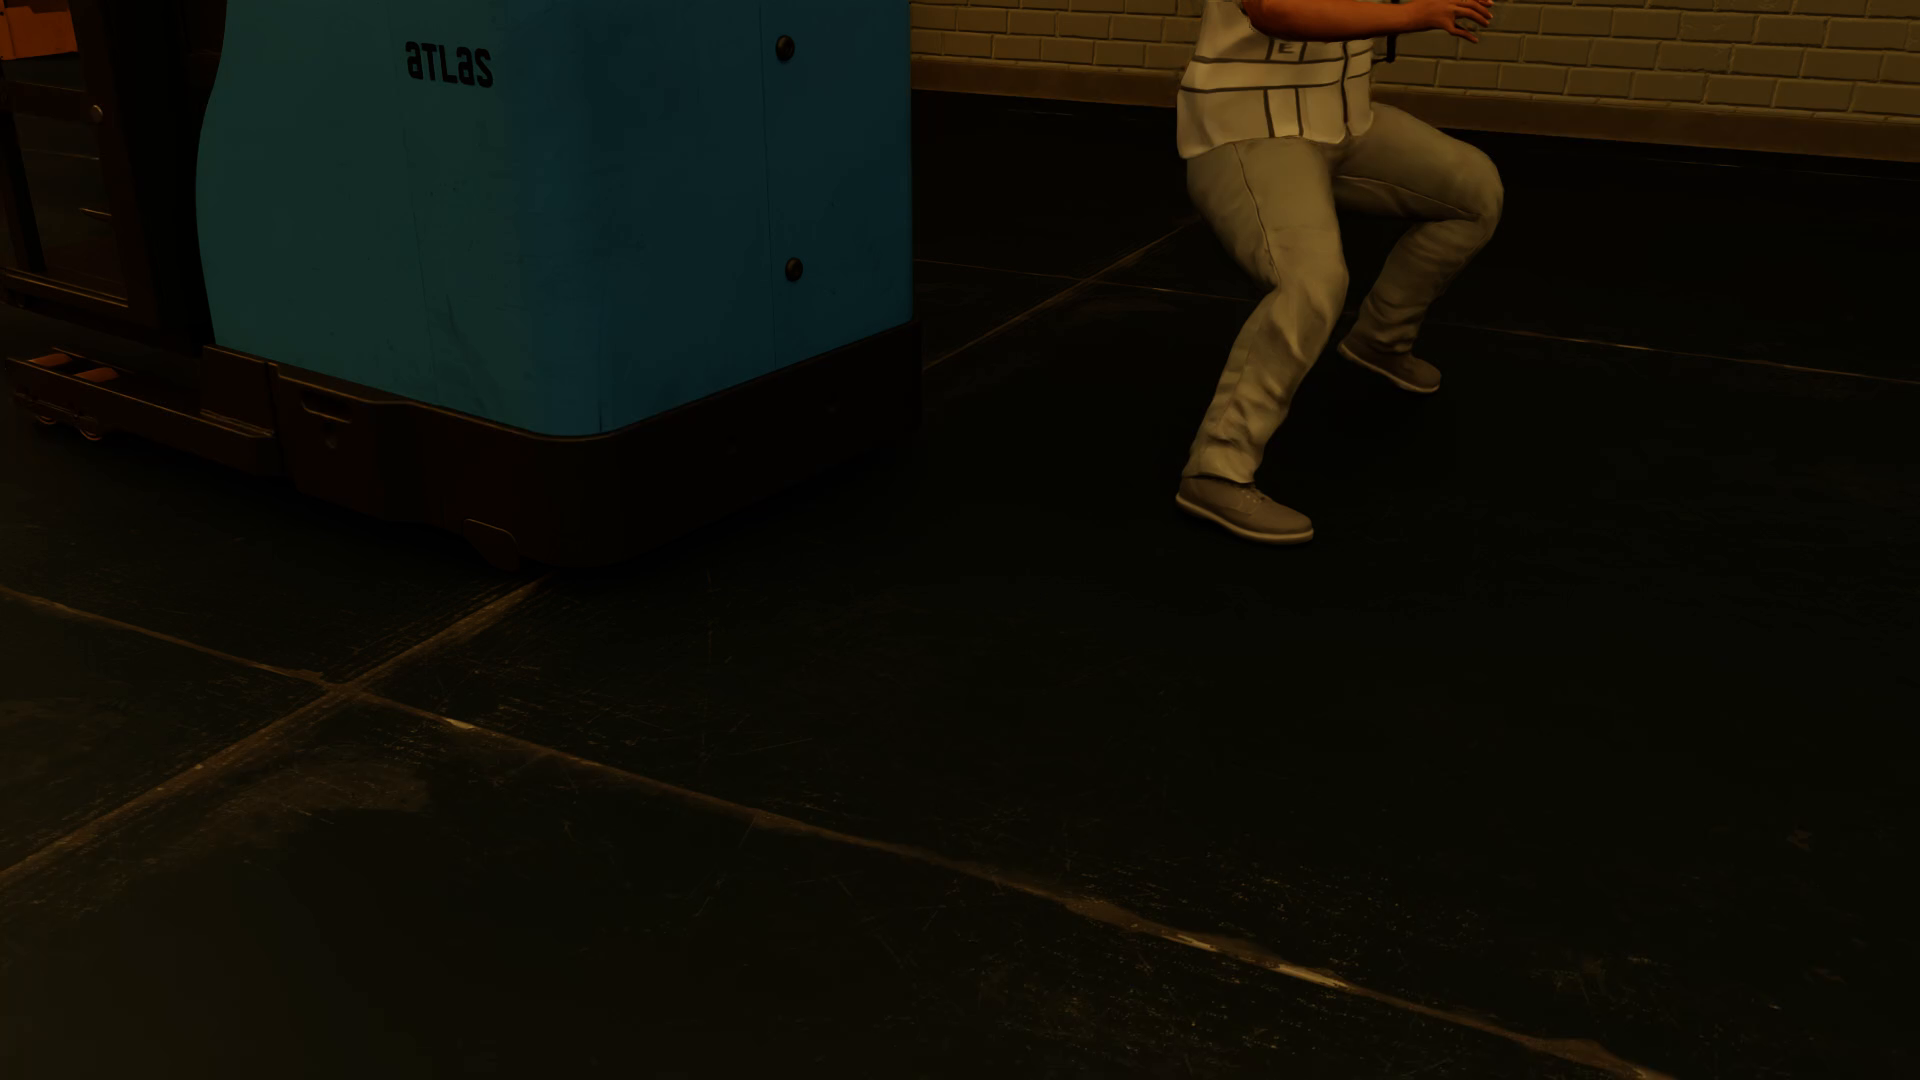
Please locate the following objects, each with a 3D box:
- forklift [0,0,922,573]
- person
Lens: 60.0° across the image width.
[{"bbox_3d":[-1.583,-1.723,3.538,3.031,2.935,1.130,15,27,32],"label":"forklift"},{"bbox_3d":[0.806,-0.857,3.421,1.092,1.428,0.701,-21,31,-40],"label":"person"}]
